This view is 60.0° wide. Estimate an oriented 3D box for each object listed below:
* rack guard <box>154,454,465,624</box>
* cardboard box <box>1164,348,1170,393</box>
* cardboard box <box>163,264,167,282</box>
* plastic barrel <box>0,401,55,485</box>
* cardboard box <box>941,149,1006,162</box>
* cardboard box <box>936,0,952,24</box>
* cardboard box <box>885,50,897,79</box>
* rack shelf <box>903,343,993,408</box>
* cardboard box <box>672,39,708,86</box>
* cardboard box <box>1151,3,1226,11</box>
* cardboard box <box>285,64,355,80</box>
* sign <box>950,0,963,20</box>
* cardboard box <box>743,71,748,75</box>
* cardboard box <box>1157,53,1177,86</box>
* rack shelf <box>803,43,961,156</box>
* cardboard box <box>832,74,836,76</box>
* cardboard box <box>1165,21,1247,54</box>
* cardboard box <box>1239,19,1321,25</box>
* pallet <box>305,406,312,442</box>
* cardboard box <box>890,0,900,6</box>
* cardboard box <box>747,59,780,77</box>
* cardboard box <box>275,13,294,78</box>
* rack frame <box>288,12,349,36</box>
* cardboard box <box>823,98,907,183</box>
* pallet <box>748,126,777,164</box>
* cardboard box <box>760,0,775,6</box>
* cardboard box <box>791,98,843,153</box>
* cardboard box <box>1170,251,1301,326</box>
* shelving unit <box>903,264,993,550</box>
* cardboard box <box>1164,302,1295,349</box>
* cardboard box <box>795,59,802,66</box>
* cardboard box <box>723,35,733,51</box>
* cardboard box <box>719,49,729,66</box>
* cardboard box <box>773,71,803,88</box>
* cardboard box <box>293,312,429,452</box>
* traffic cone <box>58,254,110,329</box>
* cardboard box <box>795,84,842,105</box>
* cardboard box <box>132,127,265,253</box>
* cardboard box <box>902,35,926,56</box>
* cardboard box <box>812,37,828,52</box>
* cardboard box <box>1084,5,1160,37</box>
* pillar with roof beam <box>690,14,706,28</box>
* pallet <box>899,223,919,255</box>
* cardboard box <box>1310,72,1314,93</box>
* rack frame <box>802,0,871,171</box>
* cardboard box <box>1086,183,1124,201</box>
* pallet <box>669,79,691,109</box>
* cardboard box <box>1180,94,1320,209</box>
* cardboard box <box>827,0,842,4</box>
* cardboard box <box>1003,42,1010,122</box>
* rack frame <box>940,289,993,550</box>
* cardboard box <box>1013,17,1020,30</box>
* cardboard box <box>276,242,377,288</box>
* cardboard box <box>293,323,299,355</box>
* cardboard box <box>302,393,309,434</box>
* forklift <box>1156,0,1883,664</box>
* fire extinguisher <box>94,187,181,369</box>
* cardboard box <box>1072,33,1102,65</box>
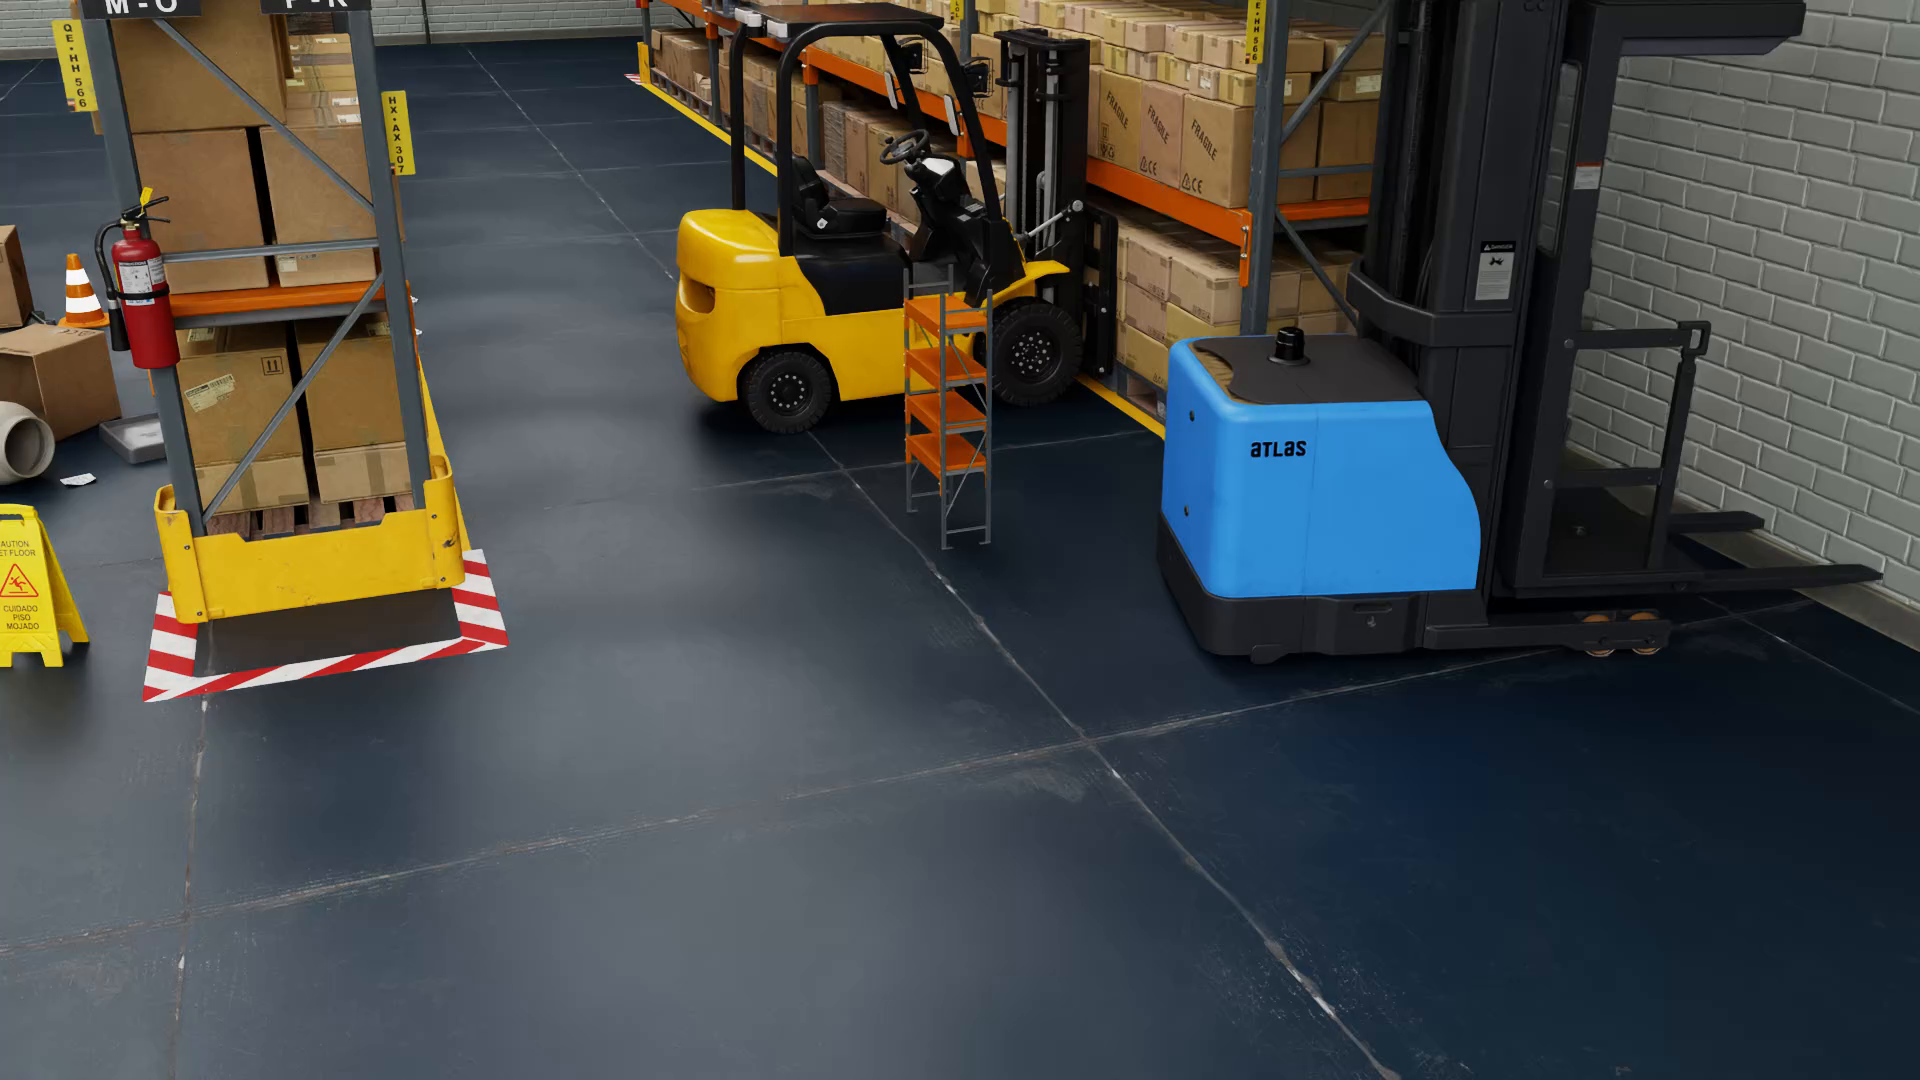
[{"bbox_3d":[-2.769,-0.017,7.146,1.175,0.500,0.348,-8,24,-19],"label":"rack guard"},{"bbox_3d":[1.438,-0.877,8.969,0.500,0.250,0.500,-8,24,-19],"label":"cardboard box"},{"bbox_3d":[-3.268,-1.209,7.079,0.380,0.149,0.250,-9,24,-20],"label":"cardboard box"},{"bbox_3d":[-4.889,-0.497,8.383,0.512,0.421,0.421,8,24,18],"label":"plastic barrel"},{"bbox_3d":[0.292,-2.564,12.488,0.875,0.625,0.625,-7,24,-17],"label":"cardboard box"},{"bbox_3d":[0.050,-3.807,11.956,0.380,0.149,0.250,-9,24,-20],"label":"cardboard box"},{"bbox_3d":[-0.266,-3.722,12.911,0.500,0.250,0.500,-8,24,-19],"label":"cardboard box"},{"bbox_3d":[-0.059,-0.757,7.599,0.258,0.148,0.480,-8,24,-19],"label":"rack shelf"},{"bbox_3d":[-3.266,-5.922,20.615,0.500,0.500,0.500,-8,24,-18],"label":"cardboard box"},{"bbox_3d":[1.365,-3.118,9.940,0.380,0.149,0.250,-8,24,-17],"label":"cardboard box"},{"bbox_3d":[-3.205,-2.091,8.337,0.500,0.500,0.500,-9,24,-20],"label":"cardboard box"},{"bbox_3d":[-0.018,-3.696,11.268,0.100,0.325,0.005,-8,24,-19],"label":"sign"},{"bbox_3d":[-2.182,-4.827,18.017,0.500,0.500,0.500,-9,24,-20],"label":"cardboard box"},{"bbox_3d":[1.286,-2.539,8.948,0.380,0.149,0.250,-9,24,-19],"label":"cardboard box"},{"bbox_3d":[-0.220,-3.672,13.526,1.077,0.370,4.000,-8,24,-19],"label":"rack shelf"},{"bbox_3d":[-1.060,-4.594,16.631,0.380,0.149,0.250,-10,25,-21],"label":"cardboard box"},{"bbox_3d":[1.324,-2.684,8.909,0.380,0.149,0.250,-8,24,-19],"label":"cardboard box"},{"bbox_3d":[1.740,-2.743,9.048,0.380,0.149,0.250,-8,24,-19],"label":"cardboard box"},{"bbox_3d":[-3.451,-0.626,8.964,1.003,0.211,1.213,-8,24,-19],"label":"pallet"},{"bbox_3d":[-0.321,-4.176,12.831,0.380,0.149,0.250,-8,24,-19],"label":"cardboard box"},{"bbox_3d":[-2.027,-4.982,17.551,0.380,0.149,0.250,-8,24,-19],"label":"cardboard box"},{"bbox_3d":[-3.622,-2.497,8.013,0.700,0.500,0.500,-9,24,-19],"label":"cardboard box"},{"bbox_3d":[-4.156,-2.594,10.044,1.000,3.000,0.127,-8,24,-19],"label":"rack frame"},{"bbox_3d":[-0.719,-3.601,14.948,0.875,0.625,0.625,-8,24,-17],"label":"cardboard box"},{"bbox_3d":[-1.582,-4.164,17.359,1.003,0.211,1.213,-8,24,-19],"label":"pallet"},{"bbox_3d":[-1.602,-5.194,15.863,0.500,0.250,0.500,-10,25,-21],"label":"cardboard box"},{"bbox_3d":[-1.444,-4.079,16.244,0.500,0.500,0.500,-9,24,-20],"label":"cardboard box"},{"bbox_3d":[1.445,-1.335,8.768,0.500,0.250,0.500,-8,24,-17],"label":"cardboard box"},{"bbox_3d":[-0.059,-0.613,7.660,0.258,1.200,0.503,-8,24,-19],"label":"shelving unit"},{"bbox_3d":[1.435,-1.114,8.888,0.500,0.250,0.500,-9,24,-20],"label":"cardboard box"},{"bbox_3d":[-1.586,-5.051,17.715,0.380,0.149,0.250,-8,24,-18],"label":"cardboard box"},{"bbox_3d":[-2.405,-5.503,18.403,0.380,0.149,0.250,-9,24,-20],"label":"cardboard box"},{"bbox_3d":[-2.462,-5.357,18.441,0.380,0.149,0.250,-7,24,-16],"label":"cardboard box"},{"bbox_3d":[-1.654,-4.605,16.656,0.380,0.149,0.250,-9,24,-20],"label":"cardboard box"},{"bbox_3d":[-2.778,-0.753,7.708,0.500,0.500,0.500,-9,25,-21],"label":"cardboard box"},{"bbox_3d":[-5.903,-1.684,11.150,0.336,0.463,0.334,-8,24,-19],"label":"traffic cone"},{"bbox_3d":[-1.338,-4.216,15.732,0.380,0.149,0.250,-10,25,-22],"label":"cardboard box"},{"bbox_3d":[-3.192,-1.484,6.896,0.500,0.500,0.500,-9,24,-20],"label":"cardboard box"},{"bbox_3d":[-0.114,-3.767,12.376,0.500,0.250,0.500,-9,24,-20],"label":"cardboard box"},{"bbox_3d":[-0.998,-4.466,14.678,0.500,0.250,0.500,-8,24,-19],"label":"cardboard box"},{"bbox_3d":[0.956,-3.057,9.794,0.380,0.149,0.250,-8,24,-19],"label":"cardboard box"},{"bbox_3d":[-7.889,-10.914,22.059,9.100,9.000,0.400,-8,24,-19],"label":"pillar with roof beam"},{"bbox_3d":[0.190,-2.254,12.827,1.003,0.211,1.213,-8,24,-19],"label":"pallet"},{"bbox_3d":[1.876,-2.408,8.638,0.380,0.149,0.250,-8,24,-19],"label":"cardboard box"},{"bbox_3d":[-0.926,-4.730,15.111,1.000,3.000,0.127,-8,24,-19],"label":"rack frame"},{"bbox_3d":[0.722,-2.079,10.532,0.500,0.250,0.500,-7,24,-17],"label":"cardboard box"},{"bbox_3d":[-3.016,-5.592,20.747,1.003,0.211,1.213,-8,24,-19],"label":"pallet"},{"bbox_3d":[1.480,-2.012,8.534,0.500,0.500,0.500,-9,24,-20],"label":"cardboard box"},{"bbox_3d":[-0.822,-4.515,14.149,0.500,0.250,0.500,-8,24,-17],"label":"cardboard box"},{"bbox_3d":[0.599,-2.939,10.732,0.500,0.500,0.500,-8,24,-18],"label":"cardboard box"},{"bbox_3d":[0.028,-0.524,7.449,0.240,1.200,0.015,-8,24,-19],"label":"rack frame"},{"bbox_3d":[0.564,-3.285,10.719,0.380,0.149,0.250,-8,24,-19],"label":"cardboard box"},{"bbox_3d":[-2.669,-1.177,7.004,0.380,0.149,0.250,-8,24,-19],"label":"cardboard box"},{"bbox_3d":[-3.818,-1.234,8.849,0.500,0.500,0.500,-7,24,-16],"label":"cardboard box"},{"bbox_3d":[-3.646,-0.703,8.555,0.500,0.250,0.500,-9,25,-21],"label":"cardboard box"},{"bbox_3d":[2.415,-1.087,6.554,3.031,2.935,1.130,-2,23,-5],"label":"forklift"},{"bbox_3d":[-3.133,-1.001,6.362,0.296,0.674,0.183,-8,24,-19],"label":"fire extinguisher"},{"bbox_3d":[0.881,-2.905,9.817,0.380,0.149,0.250,-9,24,-20],"label":"cardboard box"}]
